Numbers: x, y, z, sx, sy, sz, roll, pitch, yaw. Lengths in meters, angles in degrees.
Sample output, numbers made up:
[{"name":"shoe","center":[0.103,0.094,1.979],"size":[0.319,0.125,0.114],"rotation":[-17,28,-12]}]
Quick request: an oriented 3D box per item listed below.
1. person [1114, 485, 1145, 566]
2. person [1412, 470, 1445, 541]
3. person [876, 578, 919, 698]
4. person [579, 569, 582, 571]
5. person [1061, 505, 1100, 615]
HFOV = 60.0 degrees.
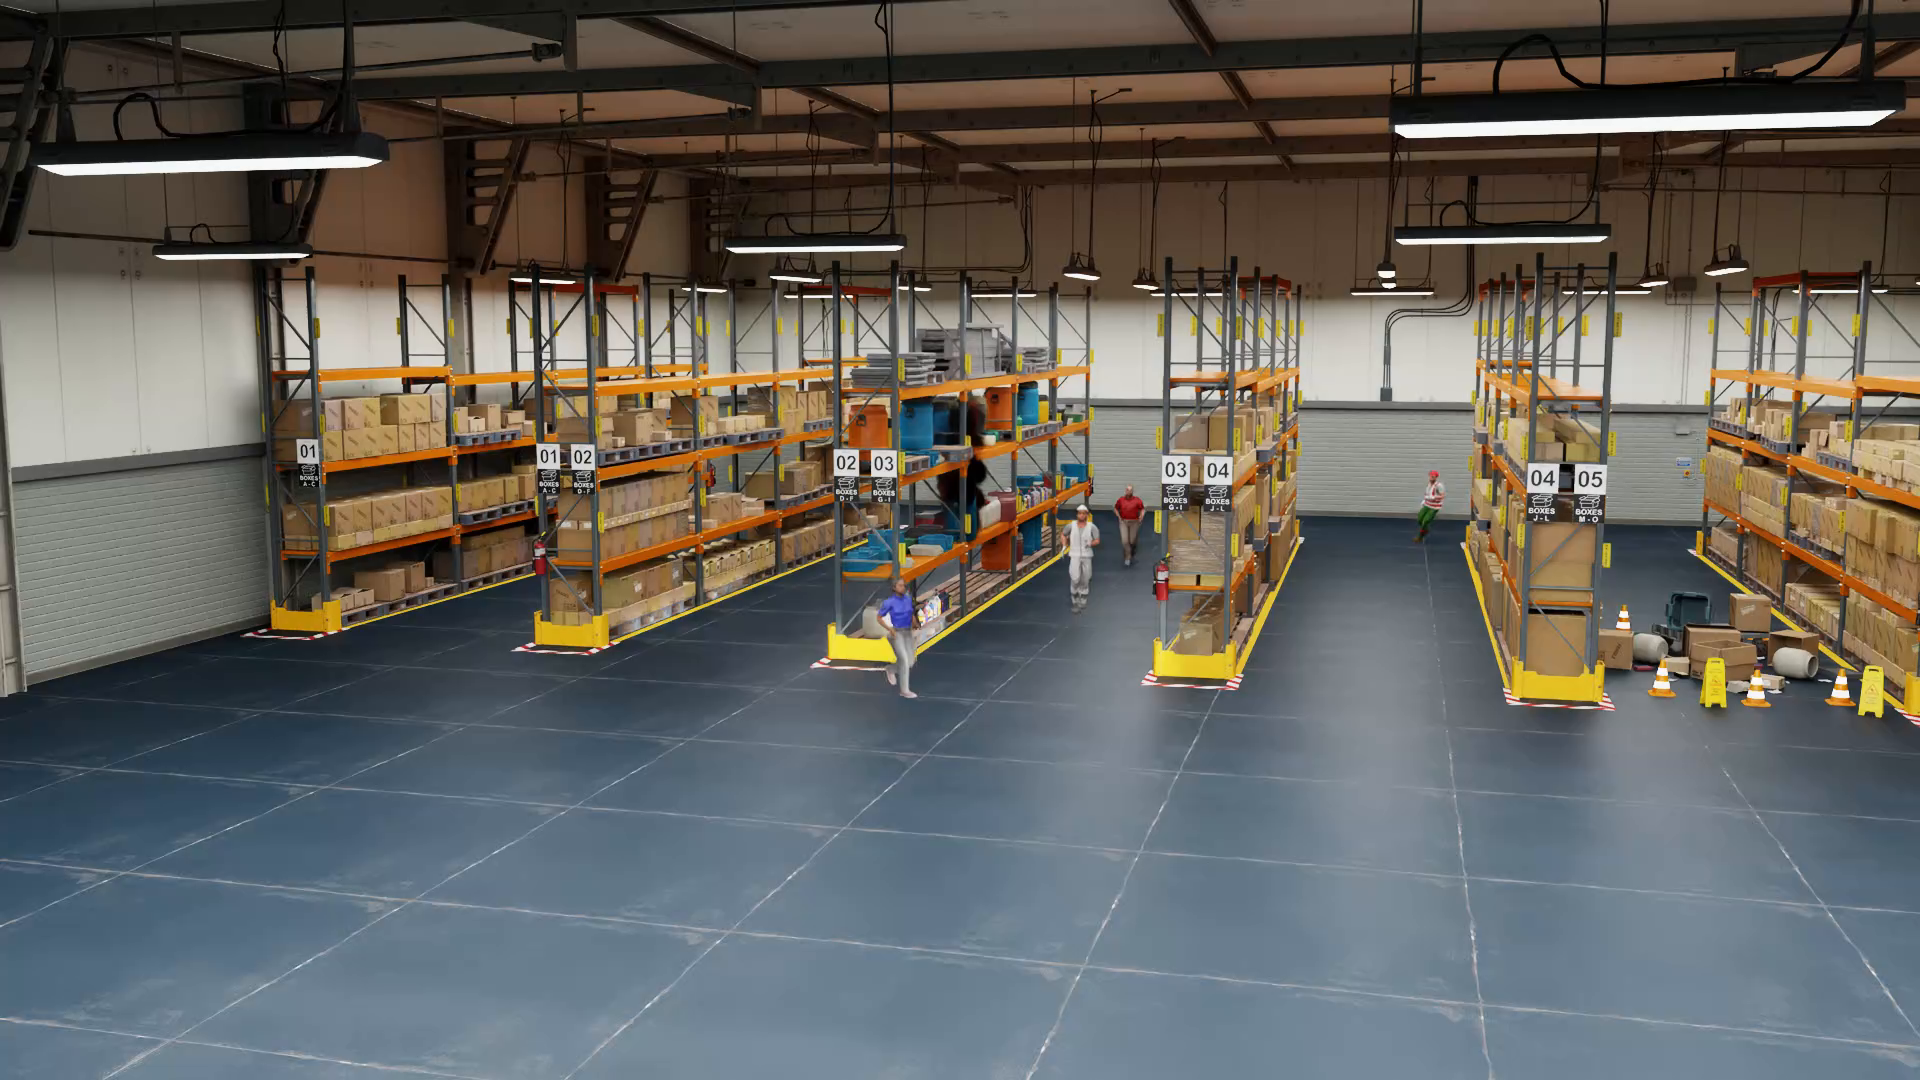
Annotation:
[{"name":"person","center":[3.612,-0.326,35.554],"size":[0.663,1.694,0.639],"rotation":[1,7,9]},{"name":"person","center":[11.006,-0.800,39.073],"size":[0.612,1.692,0.906],"rotation":[-3,8,-26]},{"name":"person","center":[-0.844,1.324,22.745],"size":[0.566,1.612,0.697],"rotation":[-6,10,-41]},{"name":"person","center":[-6.917,0.315,30.700],"size":[0.538,1.605,0.877],"rotation":[0,7,3]},{"name":"person","center":[2.008,0.332,27.688],"size":[0.648,1.825,0.677],"rotation":[0,7,2]}]
